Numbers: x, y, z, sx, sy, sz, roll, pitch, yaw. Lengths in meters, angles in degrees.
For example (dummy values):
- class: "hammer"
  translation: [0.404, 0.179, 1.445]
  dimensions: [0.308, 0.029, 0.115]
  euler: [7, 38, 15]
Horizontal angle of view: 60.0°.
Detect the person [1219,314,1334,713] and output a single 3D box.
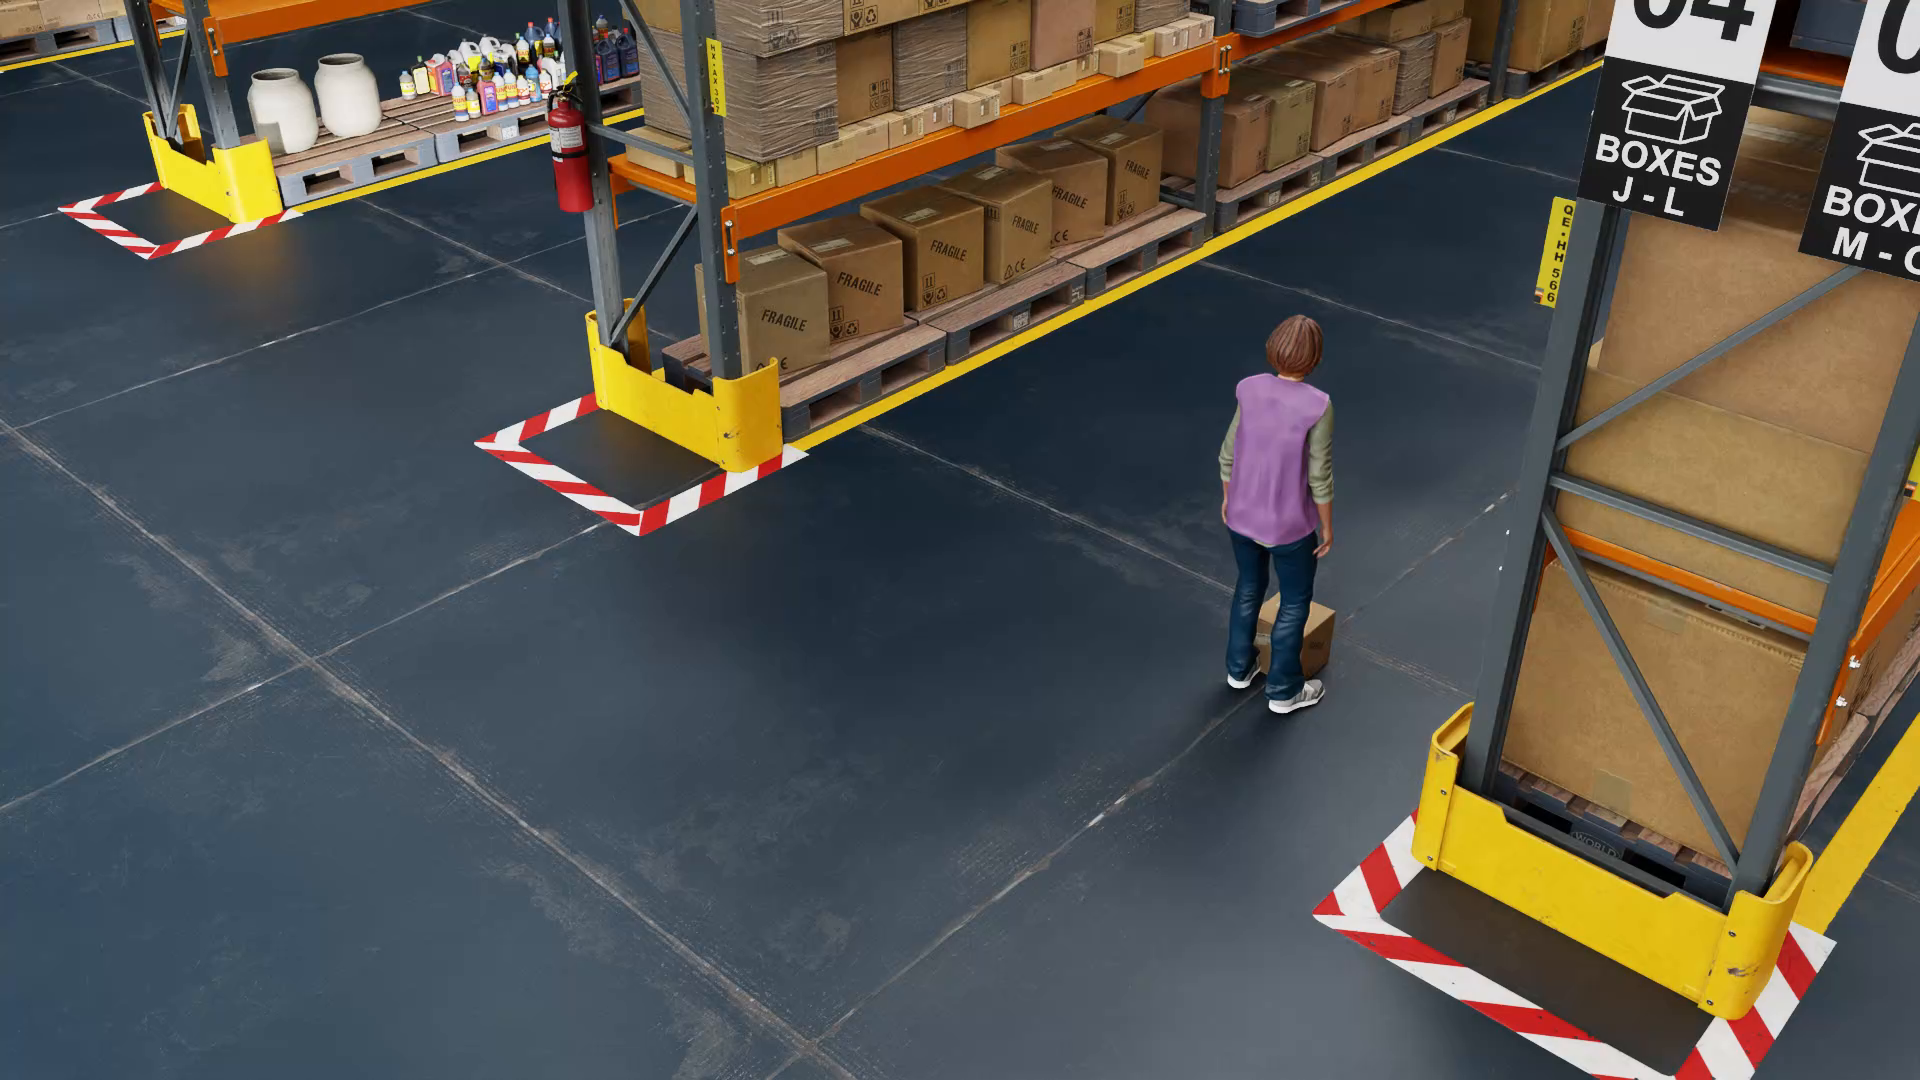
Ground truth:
- class: "person"
  translation: [1.199, -0.084, 6.281]
  dimensions: [0.484, 1.592, 0.375]
  euler: [23, 39, 32]
